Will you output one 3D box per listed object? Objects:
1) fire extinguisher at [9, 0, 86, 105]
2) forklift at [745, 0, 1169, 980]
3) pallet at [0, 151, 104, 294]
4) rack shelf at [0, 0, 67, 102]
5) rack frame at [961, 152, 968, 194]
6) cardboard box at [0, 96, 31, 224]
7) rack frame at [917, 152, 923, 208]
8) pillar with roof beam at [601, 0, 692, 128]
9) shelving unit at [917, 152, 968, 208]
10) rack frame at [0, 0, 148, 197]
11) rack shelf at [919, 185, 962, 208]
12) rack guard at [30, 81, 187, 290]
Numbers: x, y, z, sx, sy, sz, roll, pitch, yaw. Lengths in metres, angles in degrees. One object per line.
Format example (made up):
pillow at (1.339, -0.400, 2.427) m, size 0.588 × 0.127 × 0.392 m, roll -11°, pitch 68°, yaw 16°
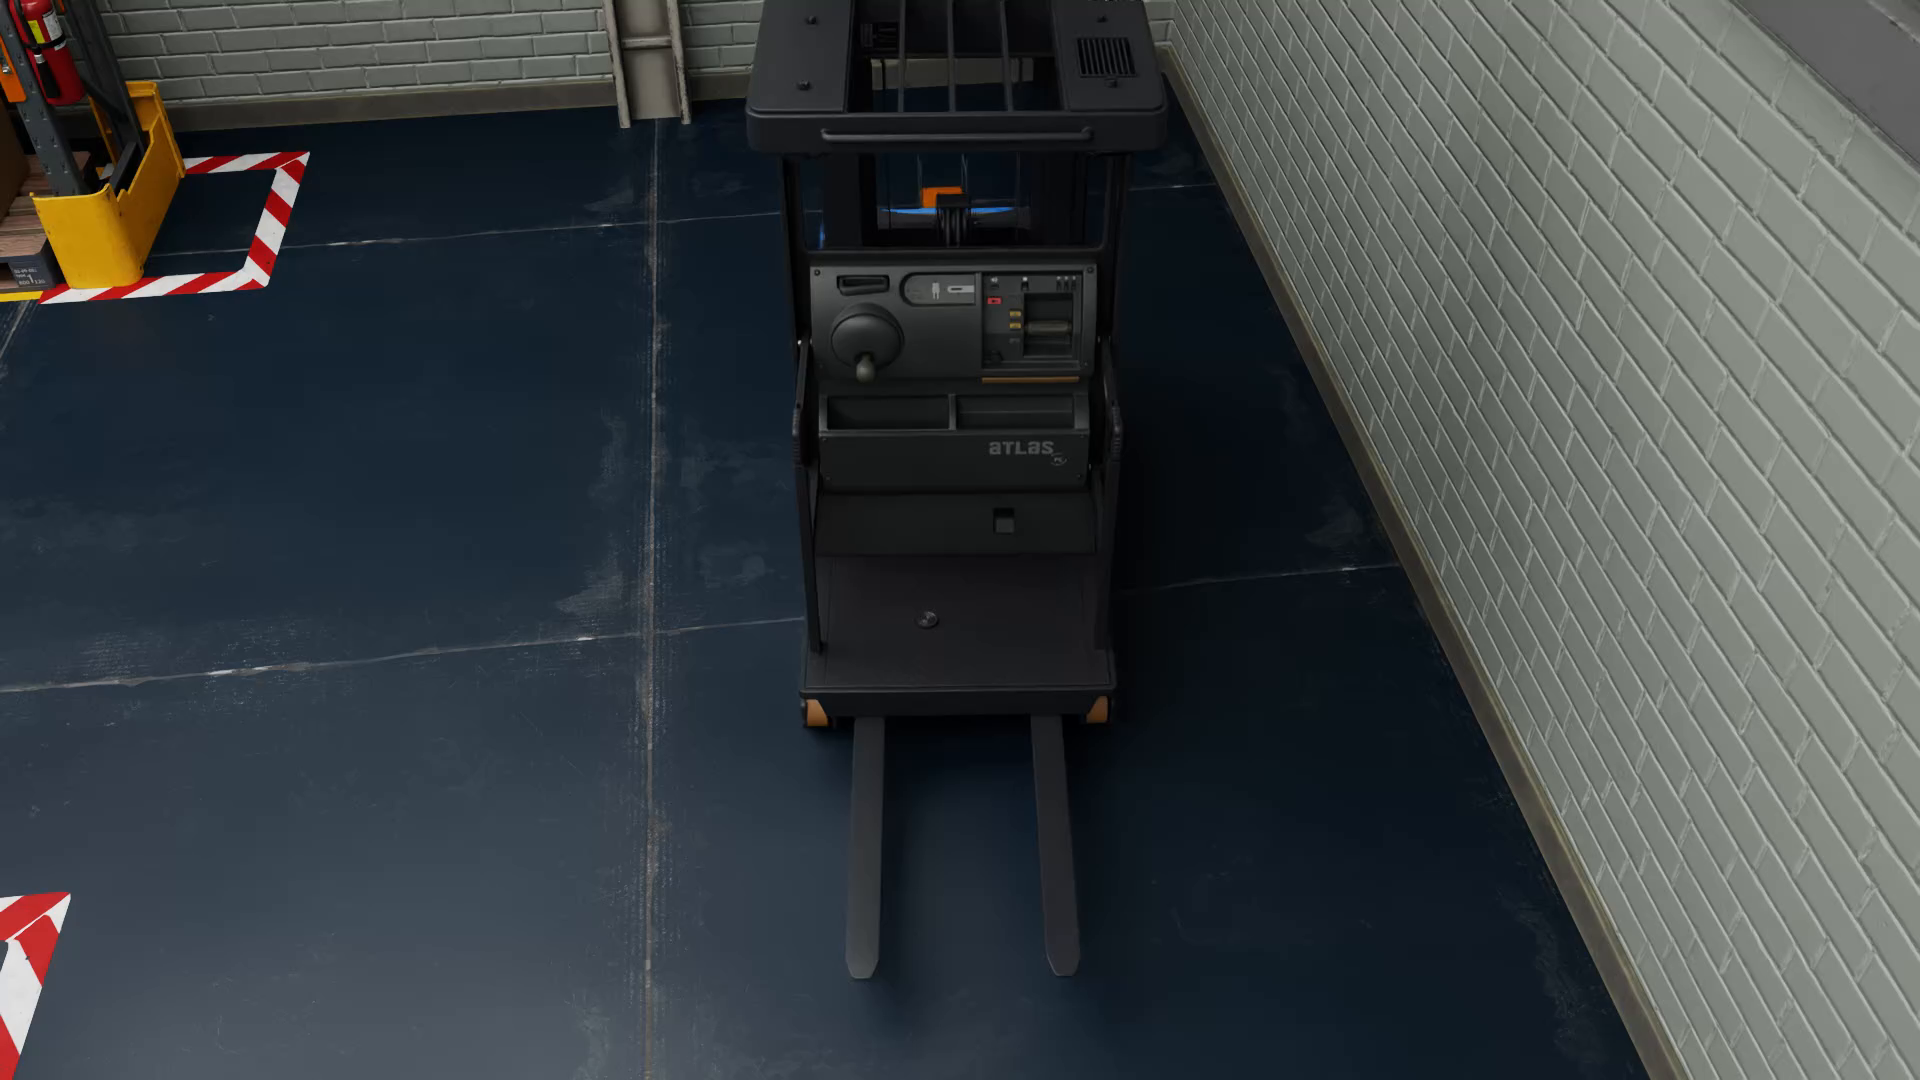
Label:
fire extinguisher at (-4.078, -2.269, 7.363) m, size 0.183 × 0.674 × 0.296 m, roll -5°, pitch 42°, yaw -6°
forklift at (-0.014, -0.630, 5.260) m, size 1.130 × 2.935 × 3.031 m, roll -1°, pitch 42°, yaw -1°
pallet at (-5.071, -1.573, 8.337) m, size 1.213 × 0.211 × 1.003 m, roll -5°, pitch 42°, yaw -6°
rack shelf at (-6.271, -2.289, 7.586) m, size 4.000 × 0.370 × 1.077 m, roll -5°, pitch 42°, yaw -6°
rack frame at (0.021, -1.132, 7.099) m, size 0.006 × 1.200 × 0.240 m, roll -3°, pitch 39°, yaw -4°
cardboard box at (-4.969, -1.831, 8.093) m, size 0.500 × 0.500 × 0.700 m, roll -5°, pitch 42°, yaw -6°
rack frame at (-0.162, -1.120, 7.086) m, size 0.006 × 1.200 × 0.240 m, roll -3°, pitch 39°, yaw -4°
pillar with roof beam at (-1.165, -2.908, 3.255) m, size 0.400 × 9.000 × 9.100 m, roll -5°, pitch 42°, yaw -6°
shelving unit at (-0.070, -1.126, 7.092) m, size 0.189 × 1.200 × 0.258 m, roll -3°, pitch 39°, yaw -4°
rack frame at (-4.288, -2.730, 7.537) m, size 0.127 × 3.000 × 1.000 m, roll -5°, pitch 42°, yaw -6°
rack shelf at (-0.071, -1.371, 6.894) m, size 0.180 × 0.103 × 0.258 m, roll -3°, pitch 39°, yaw -4°
rack guard at (-4.264, -1.804, 8.377) m, size 0.348 × 0.500 × 1.175 m, roll -5°, pitch 42°, yaw -6°
